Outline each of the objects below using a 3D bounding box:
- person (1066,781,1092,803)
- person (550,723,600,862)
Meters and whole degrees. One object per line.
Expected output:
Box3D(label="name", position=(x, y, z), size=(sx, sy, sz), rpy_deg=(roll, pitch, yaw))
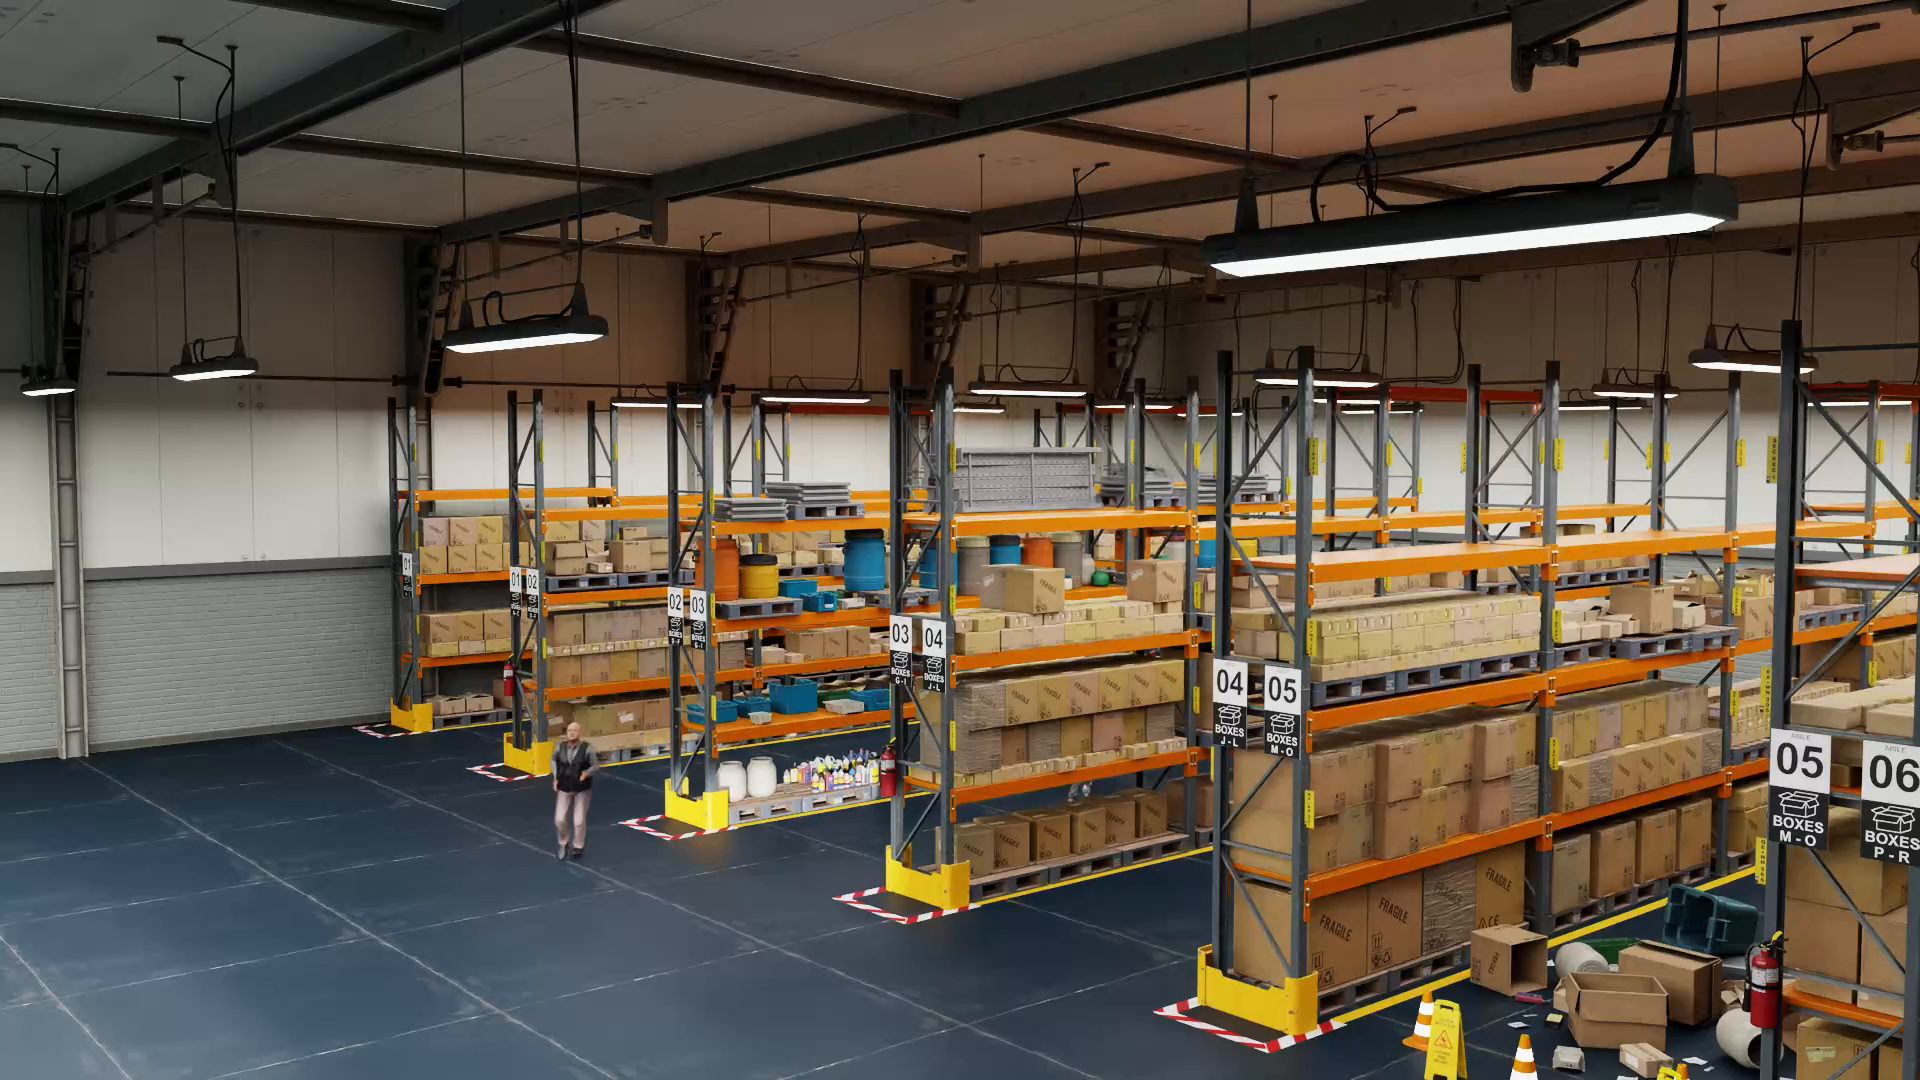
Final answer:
Box3D(label="person", position=(1.687, 2.972, 23.733), size=(0.514, 1.595, 0.882), rpy_deg=(2, 4, 35))
Box3D(label="person", position=(-4.771, 3.114, 20.525), size=(0.638, 1.715, 0.696), rpy_deg=(0, 3, -4))
